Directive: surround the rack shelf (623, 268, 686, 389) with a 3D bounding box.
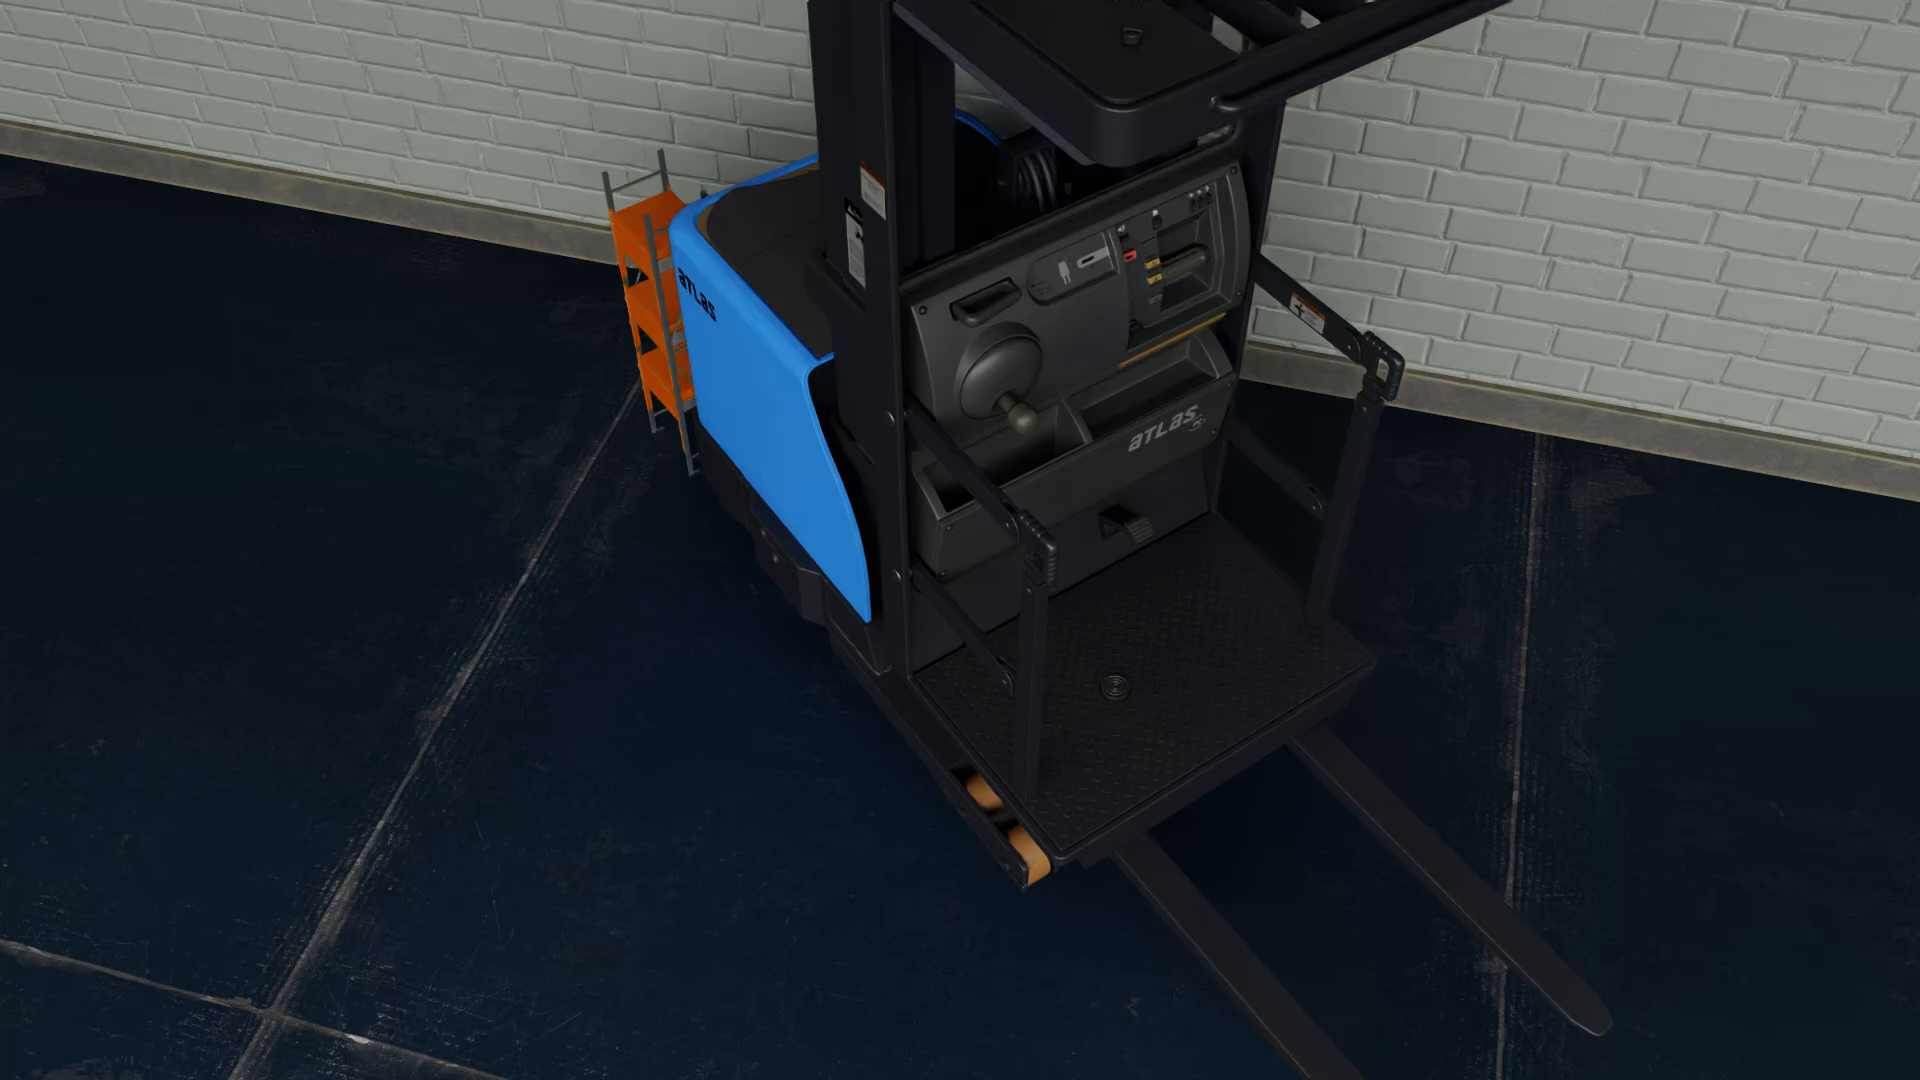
[{"bbox_3d":[-0.877,-0.670,5.155,0.215,0.259,0.240,-29,55,-23],"label":"rack shelf"}]

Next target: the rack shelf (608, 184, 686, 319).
[{"bbox_3d":[-0.877,-0.857,4.942,0.215,0.259,0.240,-29,55,-23],"label":"rack shelf"}]

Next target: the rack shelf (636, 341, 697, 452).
[{"bbox_3d":[-0.877,-0.486,5.363,0.215,0.259,0.240,-29,55,-23],"label":"rack shelf"}]

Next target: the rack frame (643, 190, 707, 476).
[{"bbox_3d":[-0.804,-0.603,5.082,0.200,1.050,0.008,-29,55,-23],"label":"rack frame"}]

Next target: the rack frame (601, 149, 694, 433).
[{"bbox_3d":[-0.949,-0.751,5.212,0.200,1.050,0.008,-29,55,-23],"label":"rack frame"}]

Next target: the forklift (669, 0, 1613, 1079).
[{"bbox_3d":[0.418,-0.469,3.709,1.130,2.935,3.031,-27,54,-22],"label":"forklift"}]

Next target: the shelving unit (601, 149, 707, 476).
[{"bbox_3d":[-0.877,-0.677,5.147,0.215,1.050,0.252,-29,55,-23],"label":"shelving unit"}]
